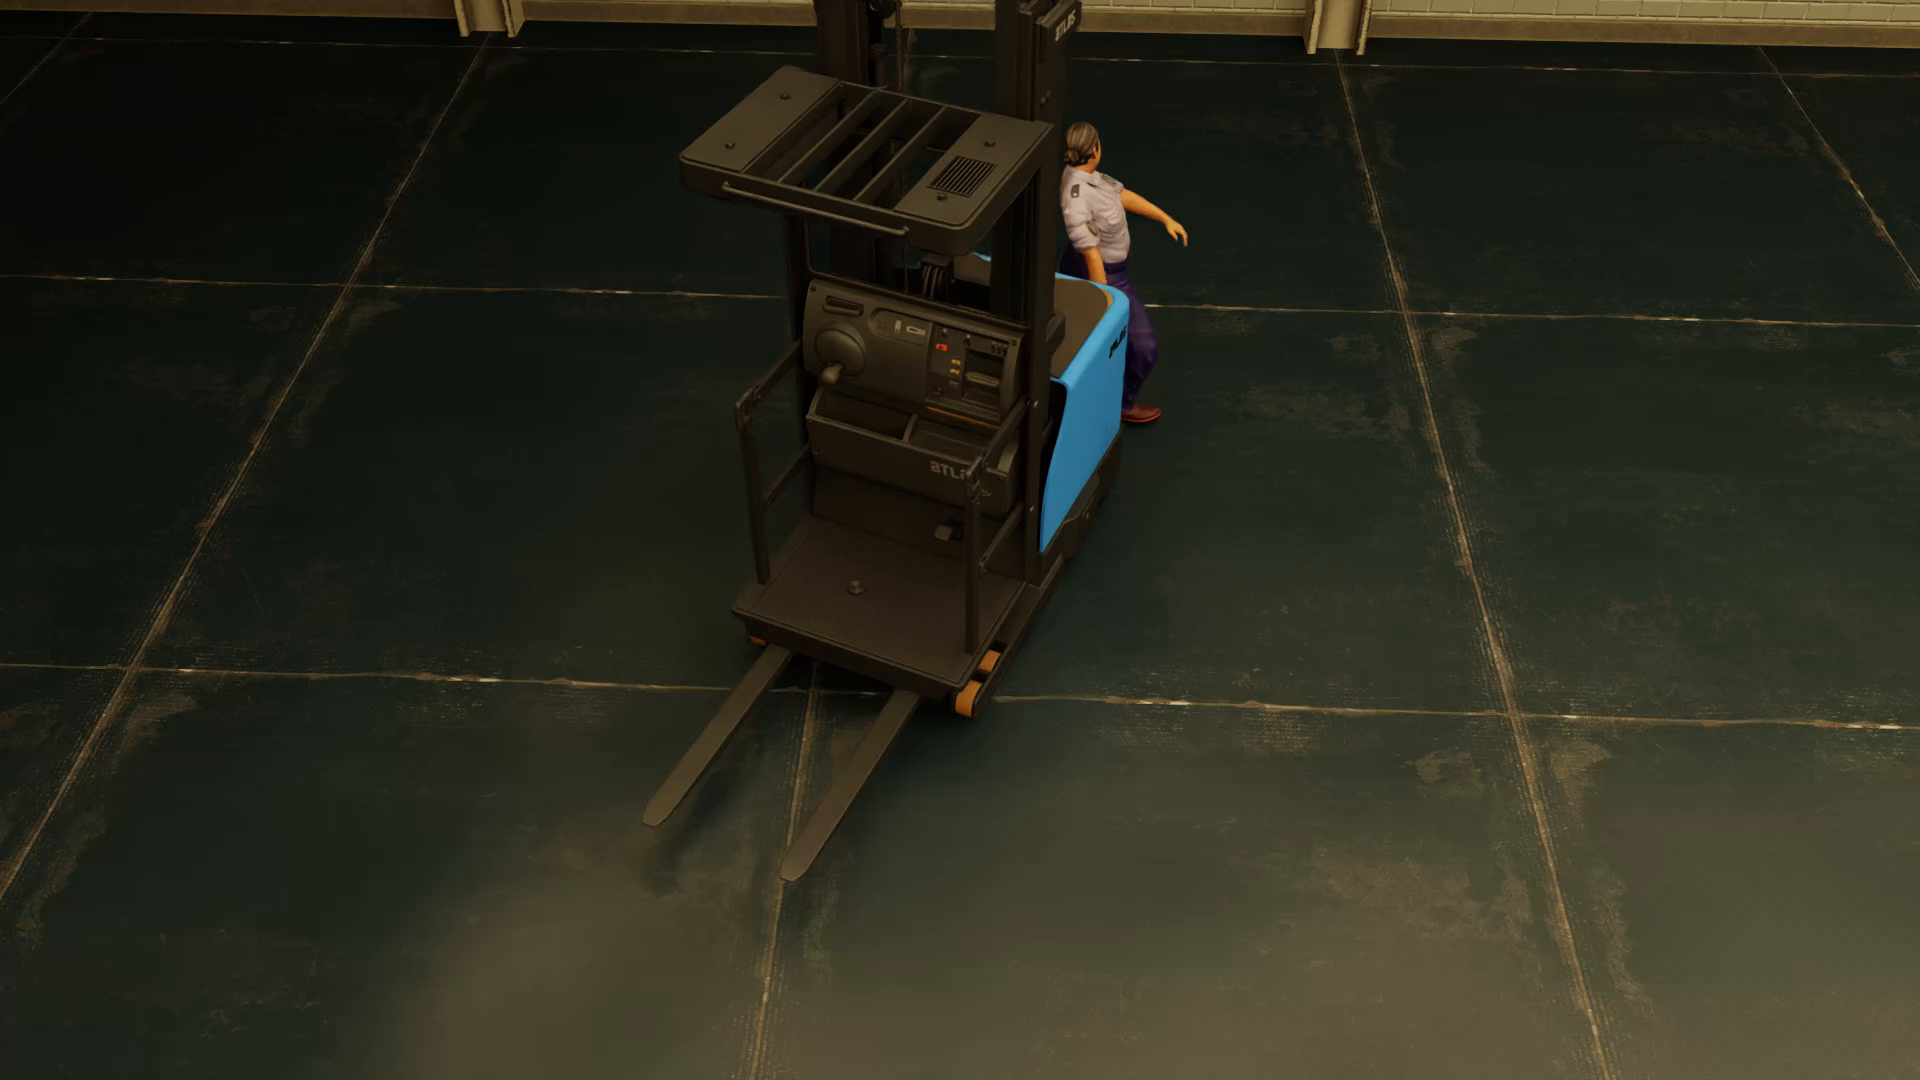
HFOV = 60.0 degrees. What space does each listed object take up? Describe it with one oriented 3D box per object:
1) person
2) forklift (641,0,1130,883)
[{"bbox_3d":[0.689,-1.292,8.196,0.824,1.524,0.719,-7,43,-7],"label":"person"},{"bbox_3d":[-0.288,-0.663,6.469,1.130,2.935,3.031,17,45,18],"label":"forklift"}]
